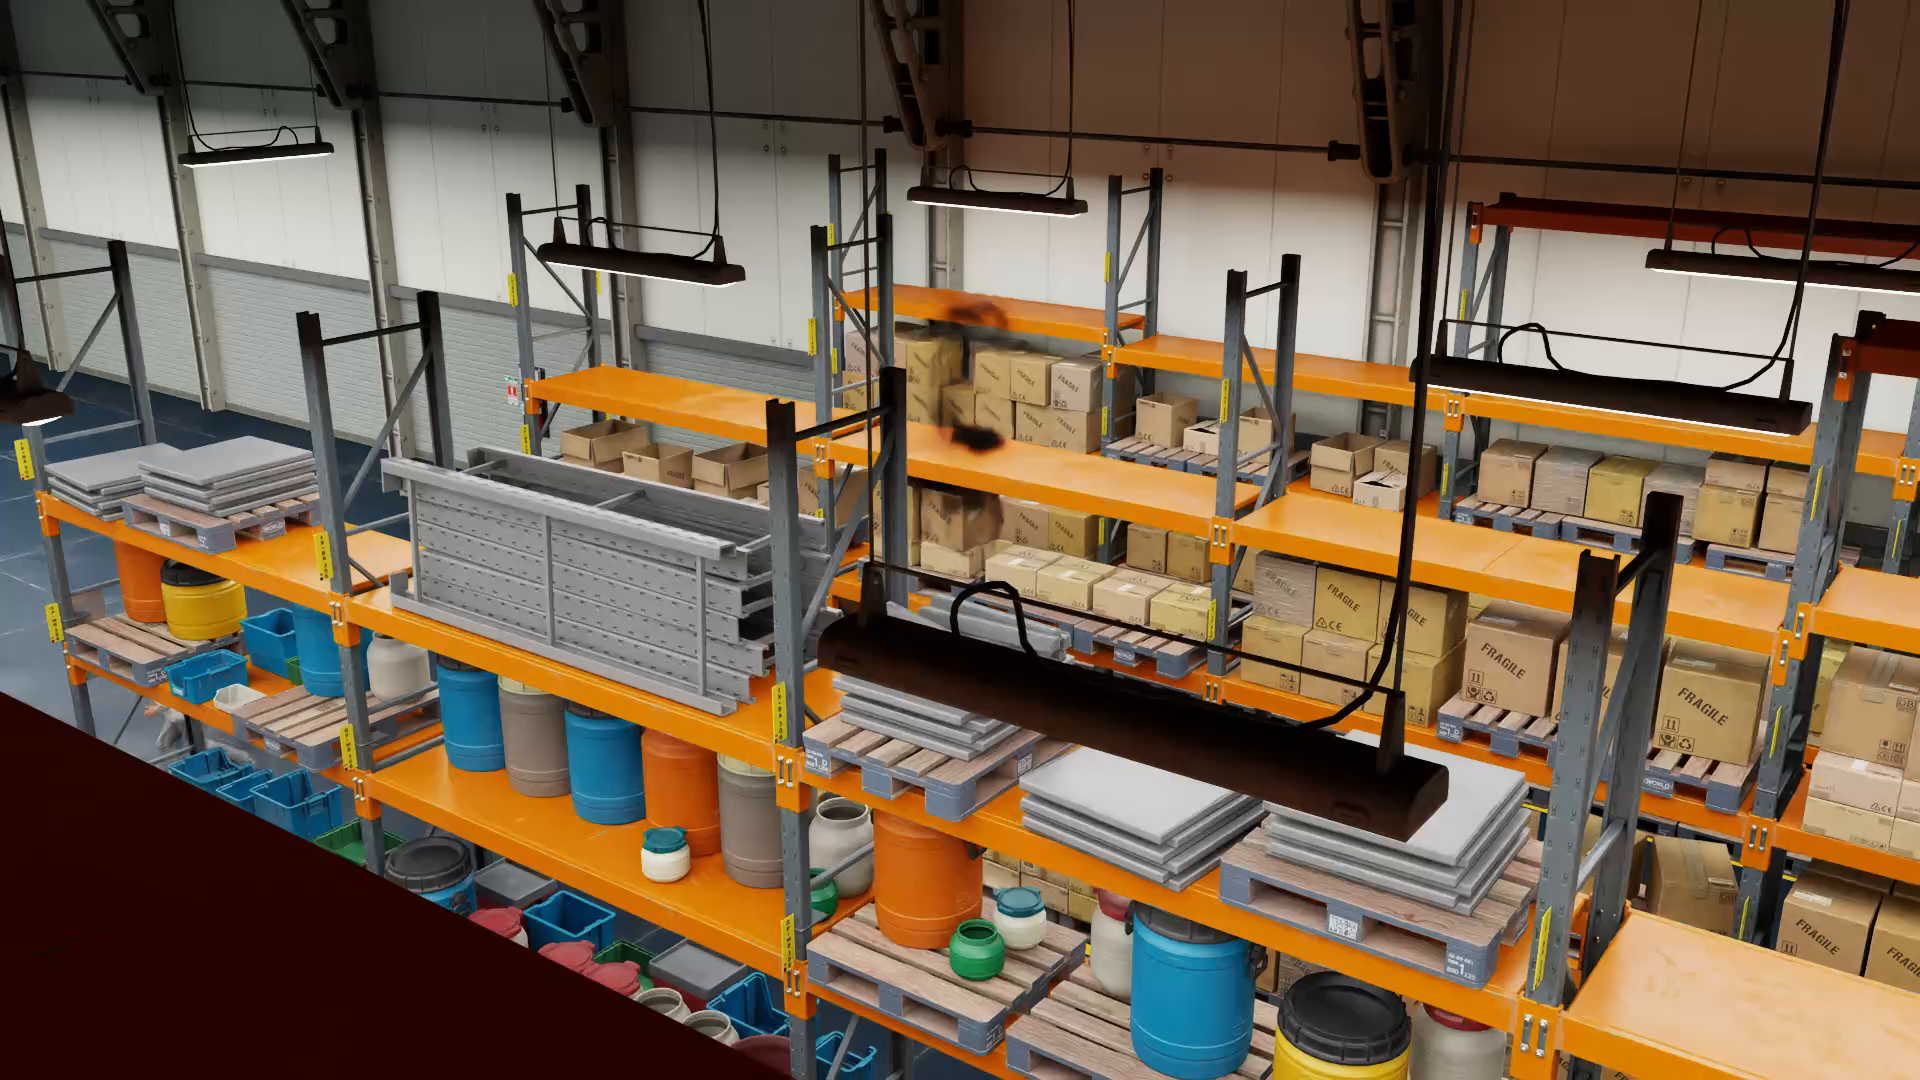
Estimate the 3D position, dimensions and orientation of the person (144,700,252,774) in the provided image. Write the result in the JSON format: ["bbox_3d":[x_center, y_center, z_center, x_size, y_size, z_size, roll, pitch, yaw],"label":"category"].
[{"bbox_3d":[-7.927,1.809,17.115,1.049,1.732,0.697,-7,20,-19],"label":"person"}]
